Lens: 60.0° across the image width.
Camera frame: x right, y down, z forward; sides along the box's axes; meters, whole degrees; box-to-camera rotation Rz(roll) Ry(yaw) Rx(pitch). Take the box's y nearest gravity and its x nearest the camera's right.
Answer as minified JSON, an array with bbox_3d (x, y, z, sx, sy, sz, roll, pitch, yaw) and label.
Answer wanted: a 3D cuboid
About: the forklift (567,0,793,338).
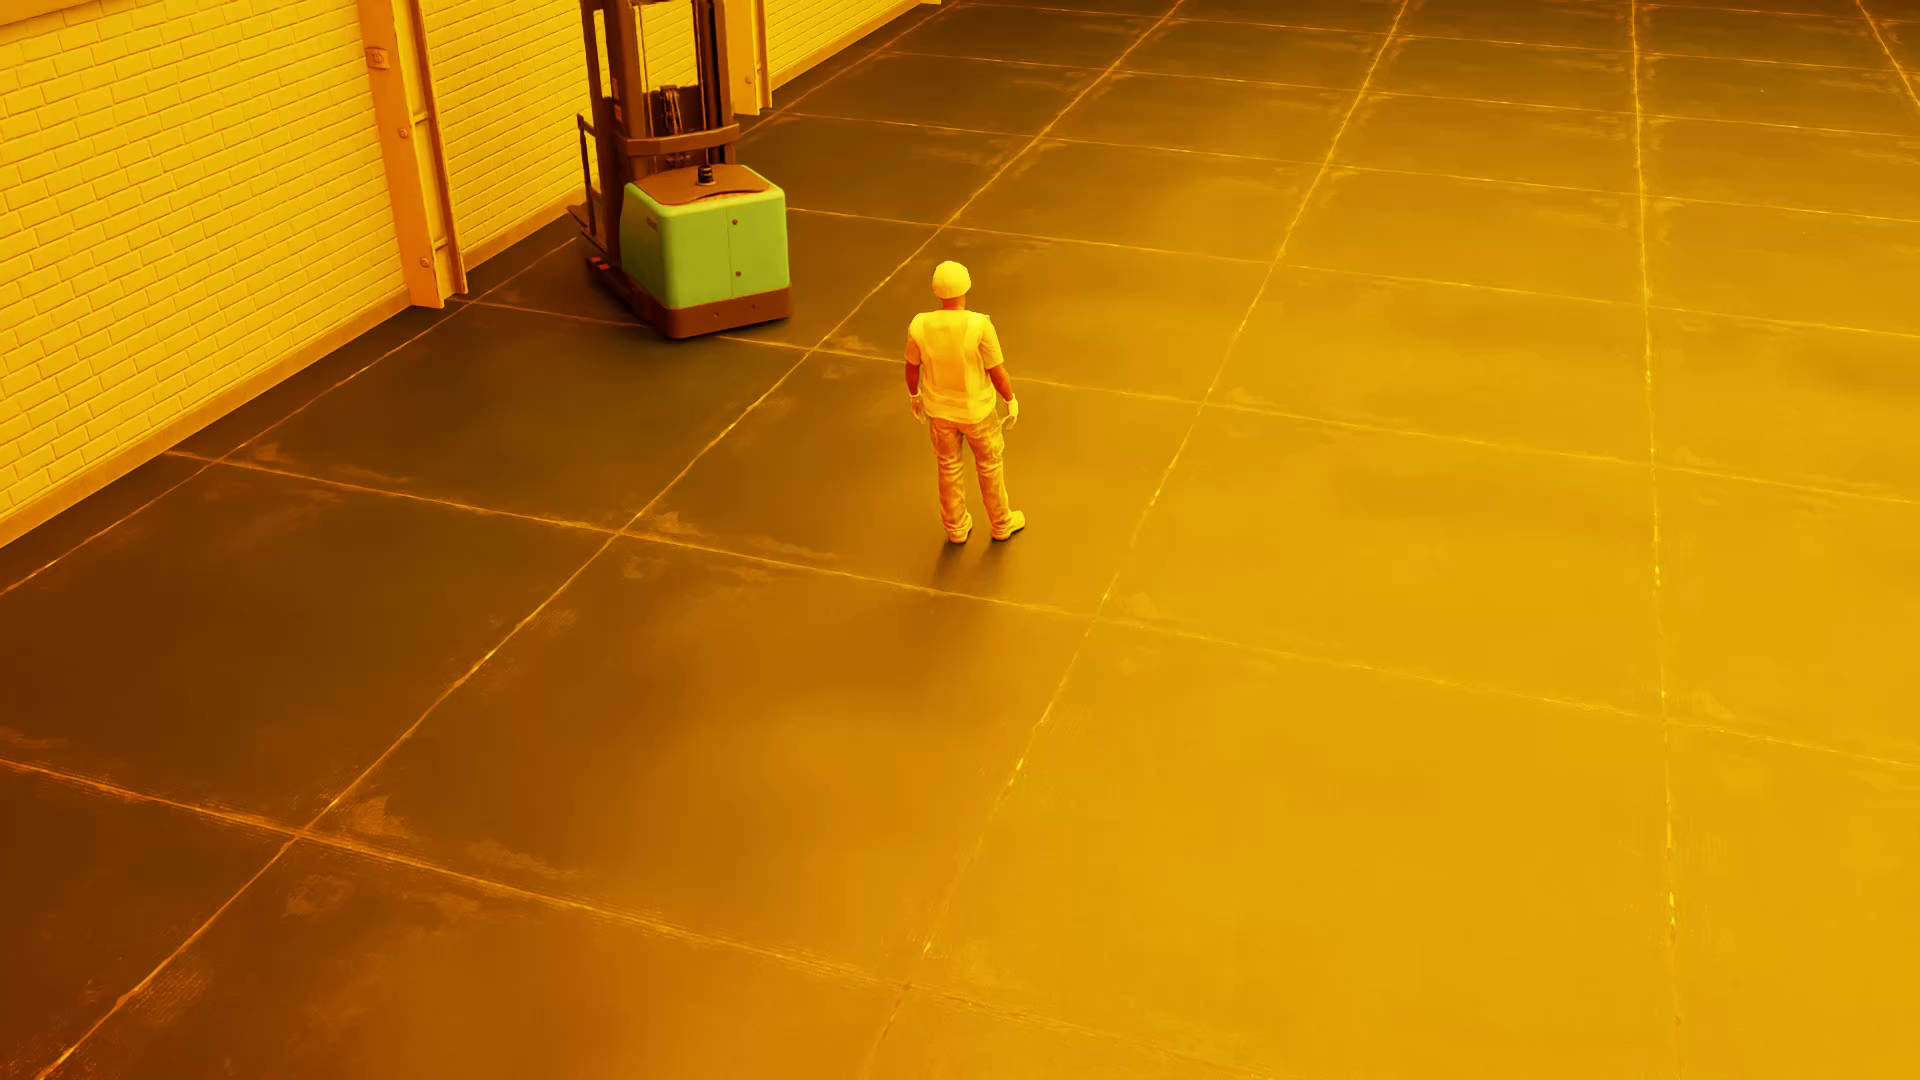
[{"bbox_3d":[-2.481,-3.502,13.280,1.130,2.935,3.031,-16,33,-25],"label":"forklift"}]

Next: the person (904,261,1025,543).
[{"bbox_3d":[0.032,-0.813,9.707,0.656,1.782,0.577,10,31,16],"label":"person"}]
